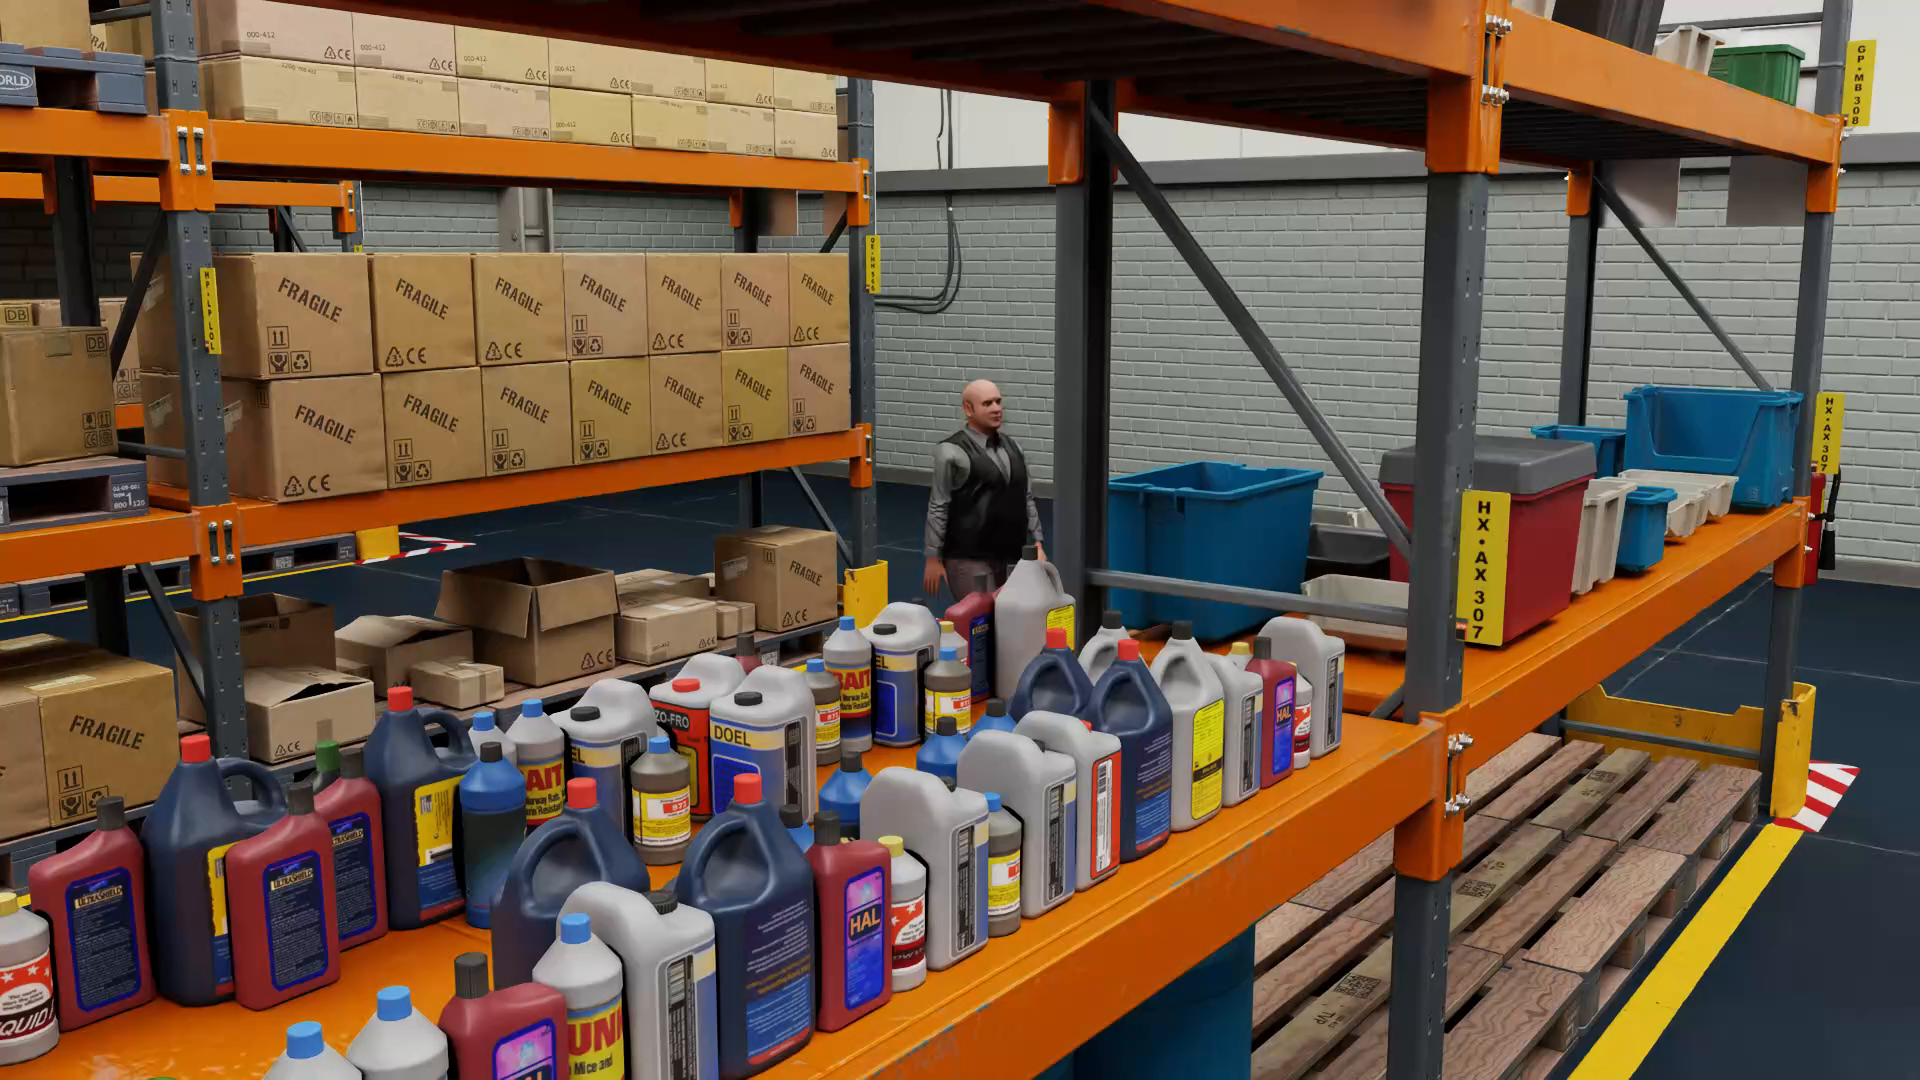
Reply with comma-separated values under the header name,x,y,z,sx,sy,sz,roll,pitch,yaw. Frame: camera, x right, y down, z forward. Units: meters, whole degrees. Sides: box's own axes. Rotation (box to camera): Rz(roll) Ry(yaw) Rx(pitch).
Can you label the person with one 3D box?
name,x,y,z,sx,sy,sz,roll,pitch,yaw
person,0.213,0.115,7.738,0.954,1.681,0.545,8,13,41
